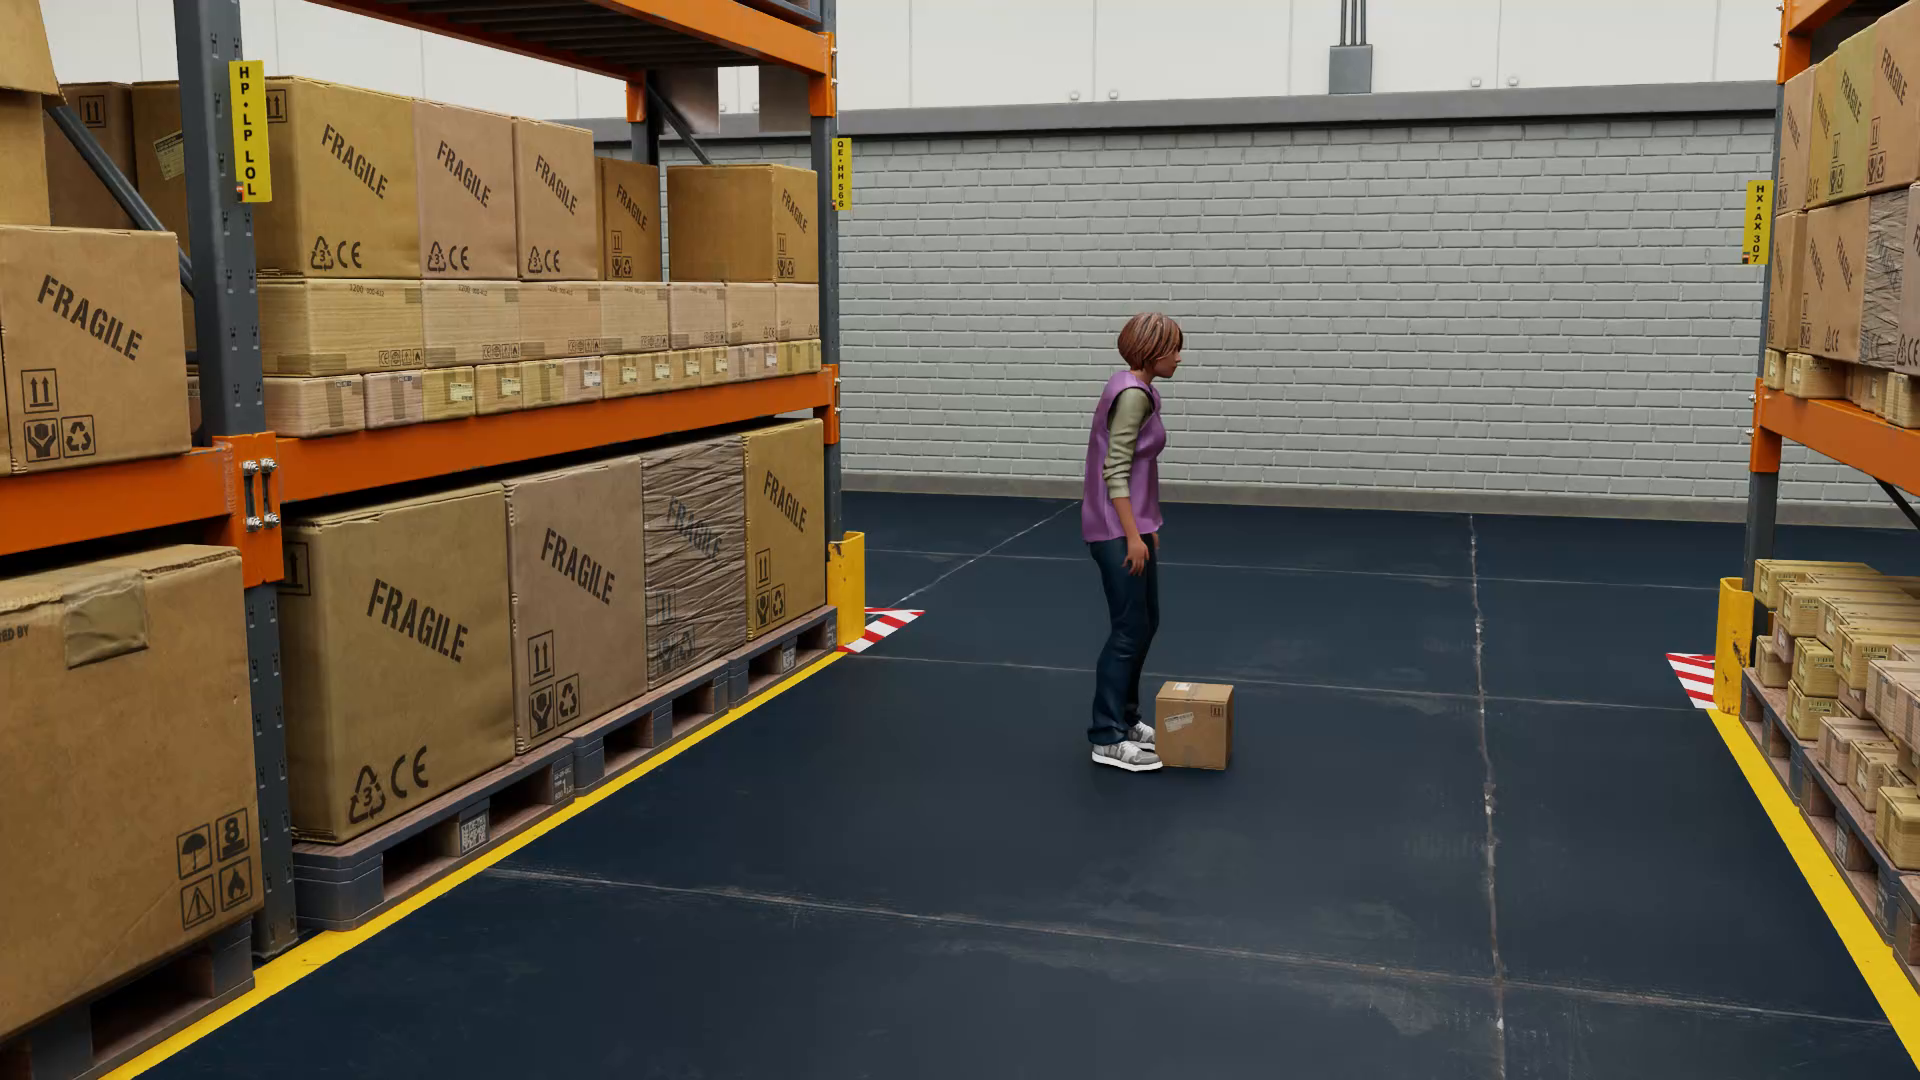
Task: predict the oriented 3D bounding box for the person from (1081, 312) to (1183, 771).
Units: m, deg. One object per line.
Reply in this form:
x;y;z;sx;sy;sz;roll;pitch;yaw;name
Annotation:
0.607;-0.009;5.937;0.340;1.594;0.483;2;9;14;person
